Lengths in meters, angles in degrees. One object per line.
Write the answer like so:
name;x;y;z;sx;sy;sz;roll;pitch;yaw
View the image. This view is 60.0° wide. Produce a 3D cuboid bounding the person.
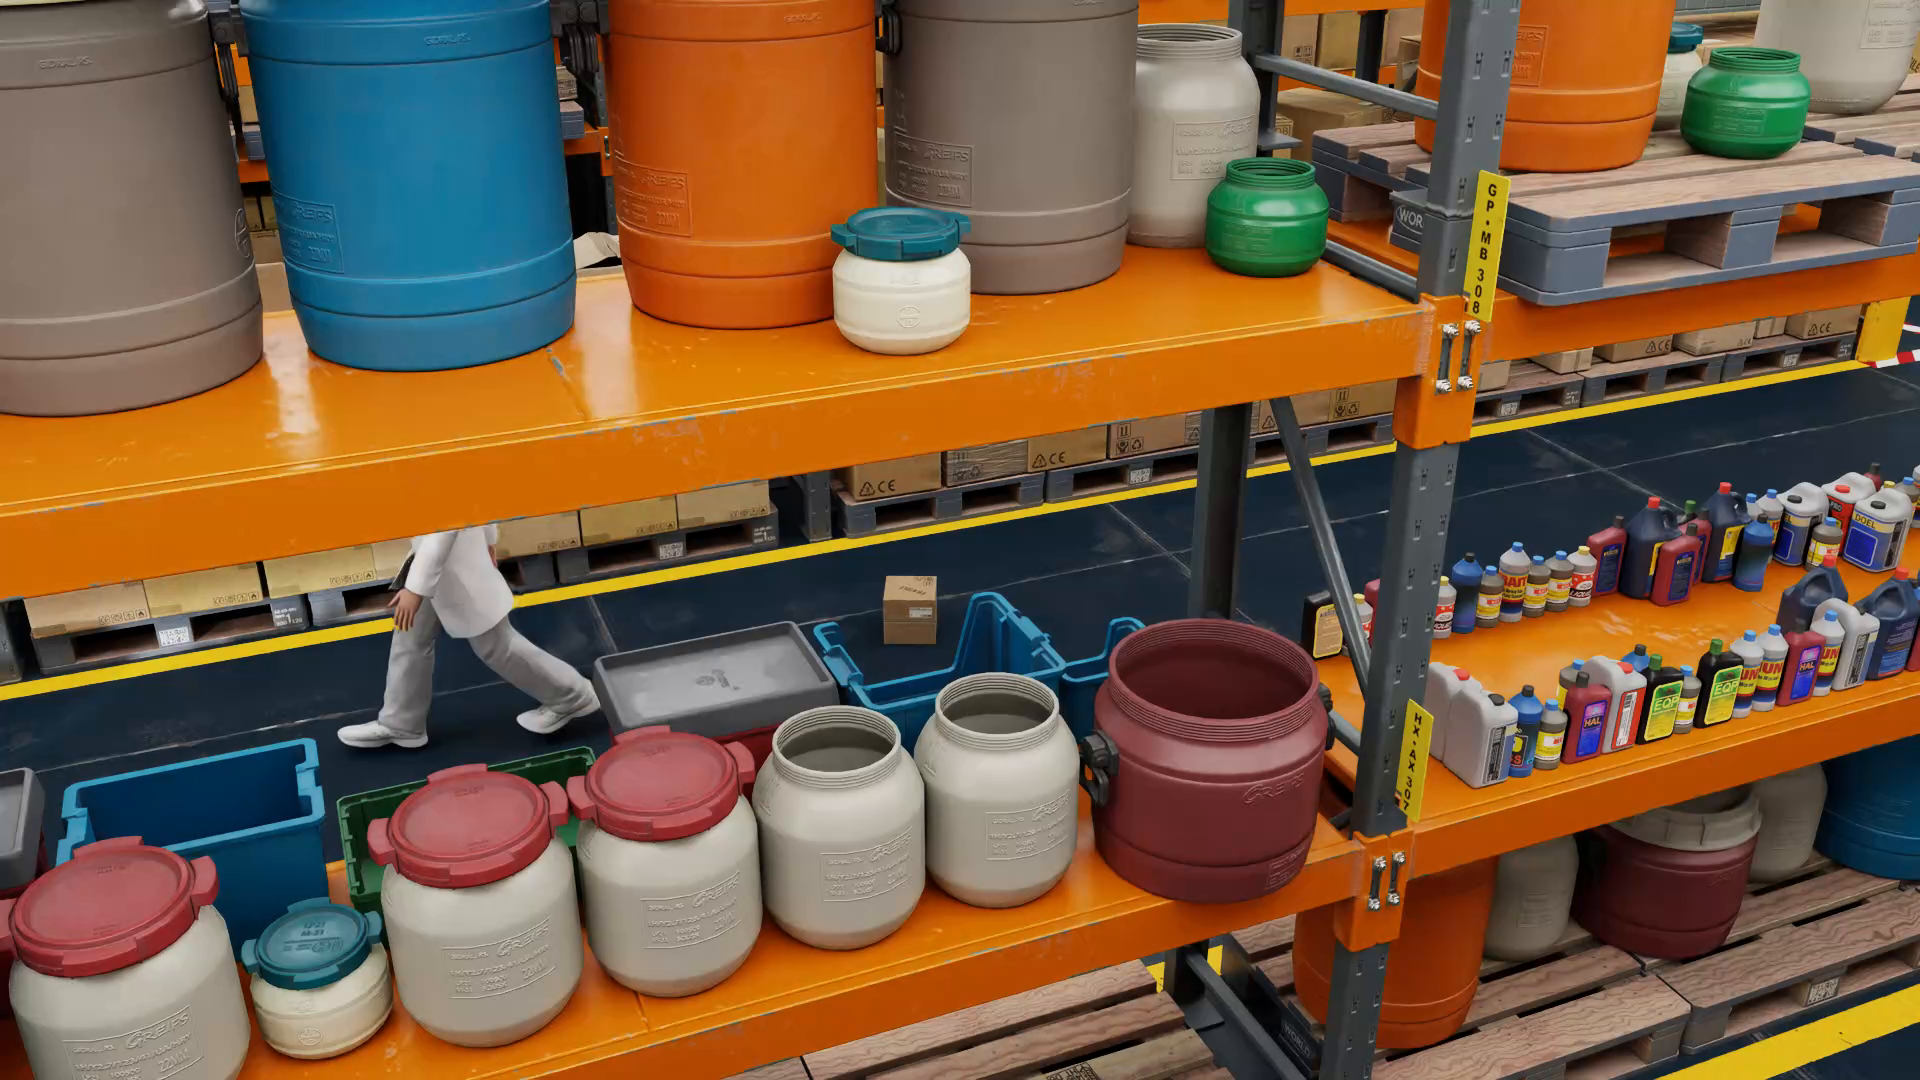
person;-2.120;0.108;6.906;1.117;1.733;0.617;-9;27;-18
